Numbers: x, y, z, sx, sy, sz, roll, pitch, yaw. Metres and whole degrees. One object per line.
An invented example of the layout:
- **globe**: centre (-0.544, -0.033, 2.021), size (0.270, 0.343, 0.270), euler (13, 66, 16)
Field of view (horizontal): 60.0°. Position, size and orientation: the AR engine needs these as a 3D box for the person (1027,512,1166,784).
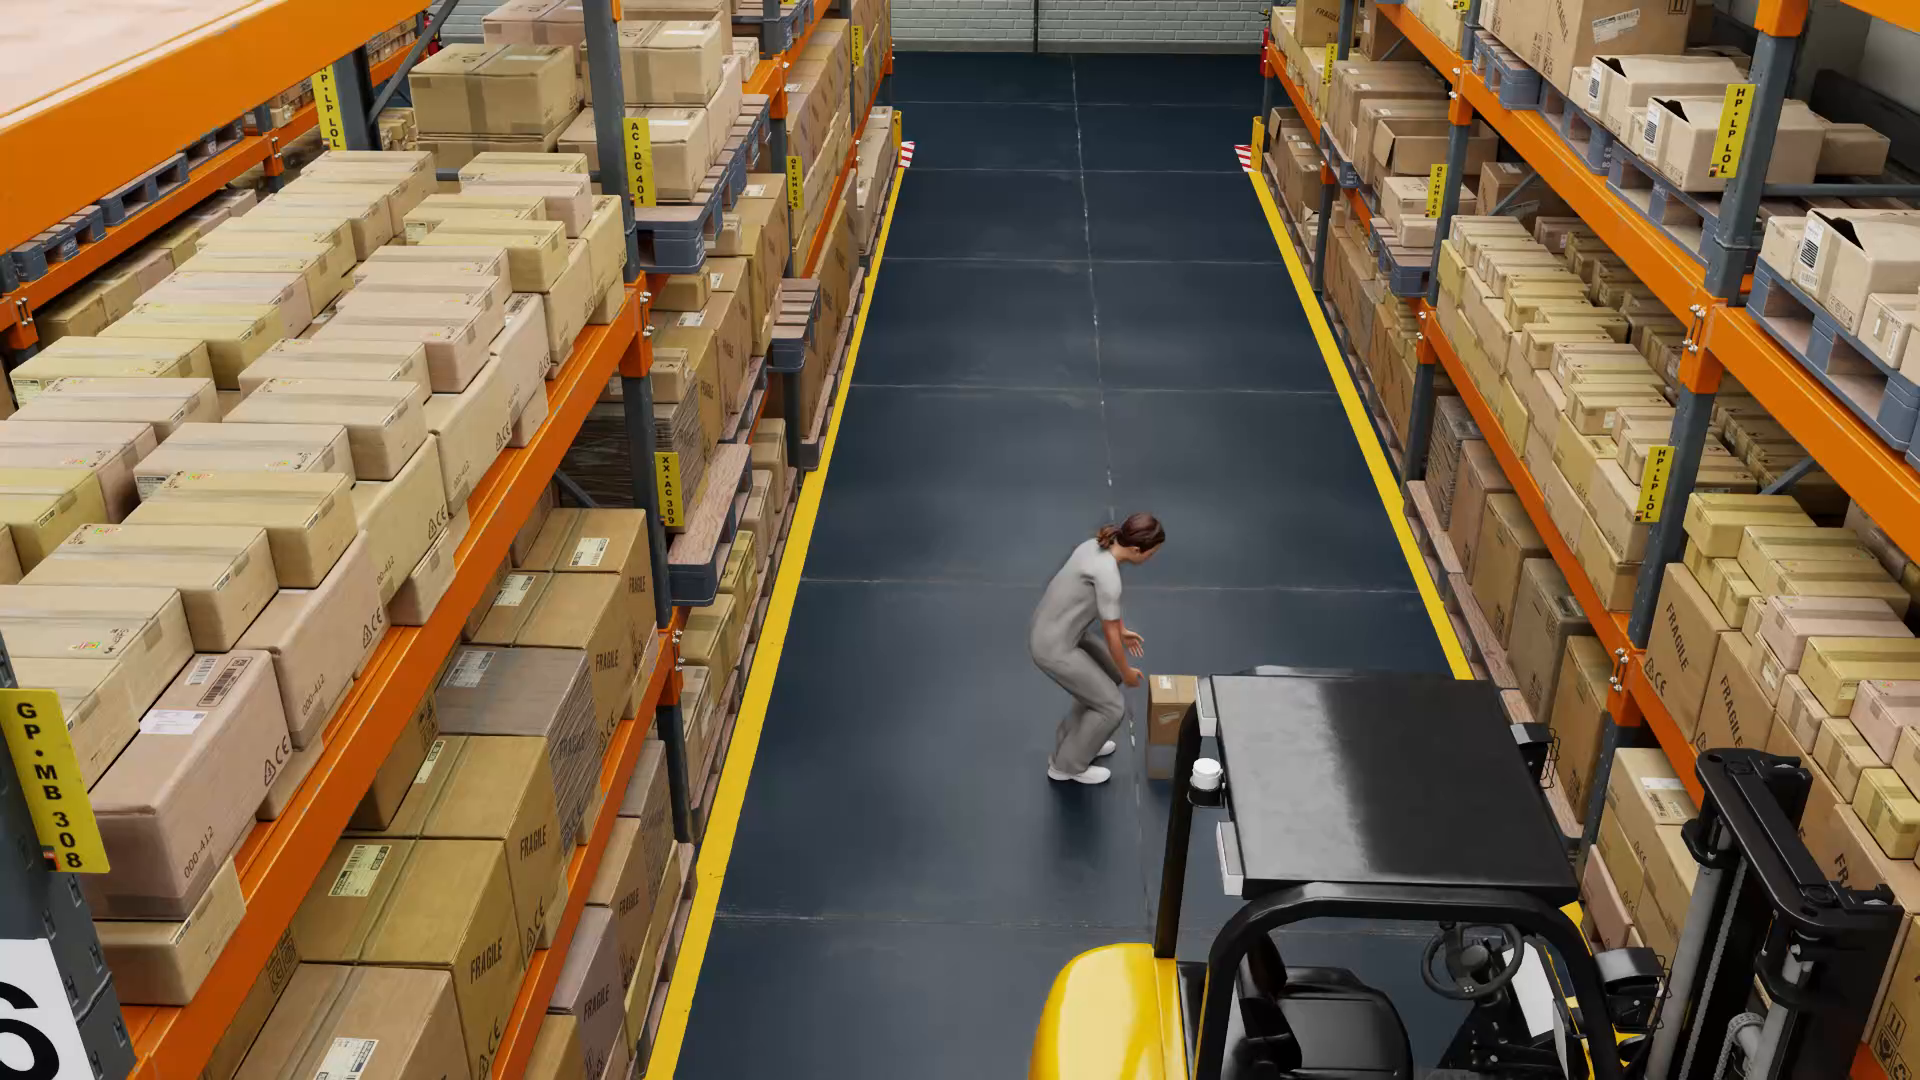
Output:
- **person**: centre (0.638, 0.501, 8.015), size (0.634, 1.371, 0.491), euler (1, 28, 2)
